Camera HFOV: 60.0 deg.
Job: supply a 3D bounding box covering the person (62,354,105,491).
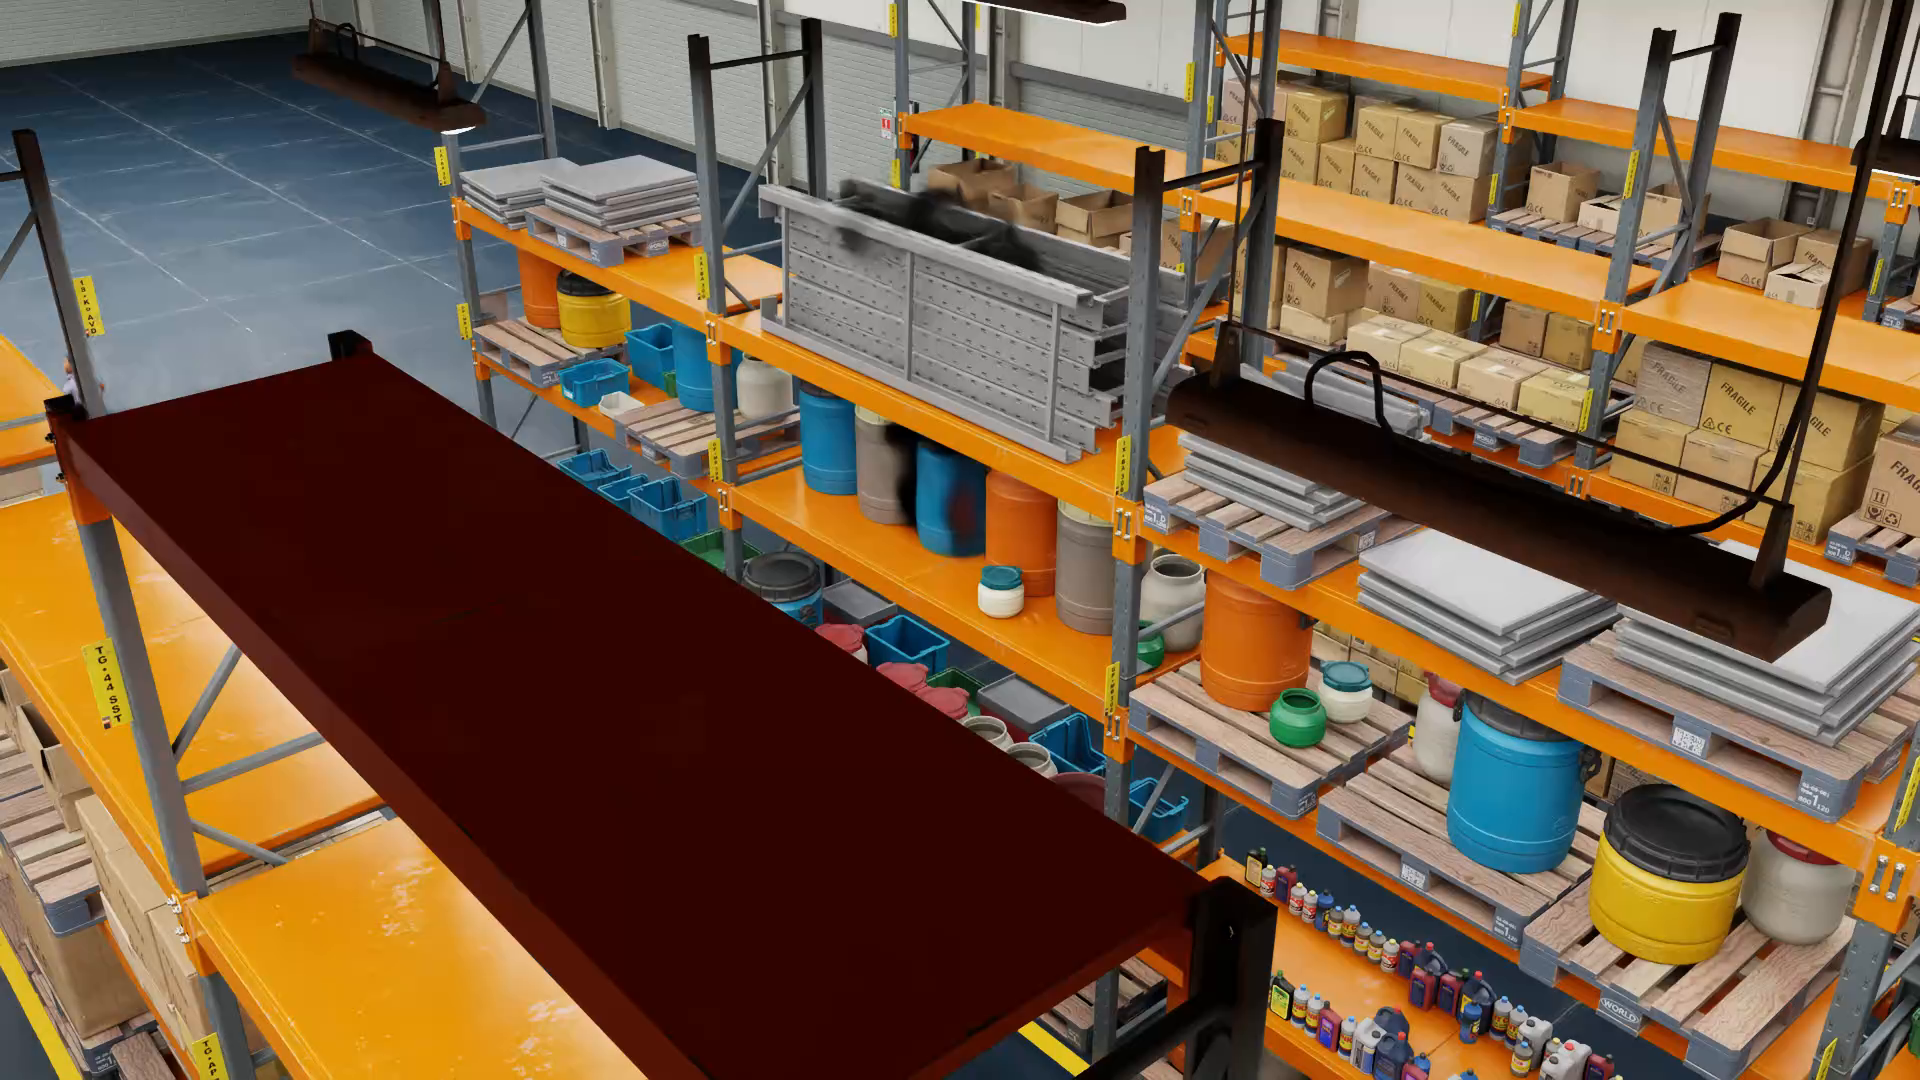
[{"bbox_3d":[-9.603,-1.305,18.346,0.862,1.618,0.619,-8,28,-16],"label":"person"}]
